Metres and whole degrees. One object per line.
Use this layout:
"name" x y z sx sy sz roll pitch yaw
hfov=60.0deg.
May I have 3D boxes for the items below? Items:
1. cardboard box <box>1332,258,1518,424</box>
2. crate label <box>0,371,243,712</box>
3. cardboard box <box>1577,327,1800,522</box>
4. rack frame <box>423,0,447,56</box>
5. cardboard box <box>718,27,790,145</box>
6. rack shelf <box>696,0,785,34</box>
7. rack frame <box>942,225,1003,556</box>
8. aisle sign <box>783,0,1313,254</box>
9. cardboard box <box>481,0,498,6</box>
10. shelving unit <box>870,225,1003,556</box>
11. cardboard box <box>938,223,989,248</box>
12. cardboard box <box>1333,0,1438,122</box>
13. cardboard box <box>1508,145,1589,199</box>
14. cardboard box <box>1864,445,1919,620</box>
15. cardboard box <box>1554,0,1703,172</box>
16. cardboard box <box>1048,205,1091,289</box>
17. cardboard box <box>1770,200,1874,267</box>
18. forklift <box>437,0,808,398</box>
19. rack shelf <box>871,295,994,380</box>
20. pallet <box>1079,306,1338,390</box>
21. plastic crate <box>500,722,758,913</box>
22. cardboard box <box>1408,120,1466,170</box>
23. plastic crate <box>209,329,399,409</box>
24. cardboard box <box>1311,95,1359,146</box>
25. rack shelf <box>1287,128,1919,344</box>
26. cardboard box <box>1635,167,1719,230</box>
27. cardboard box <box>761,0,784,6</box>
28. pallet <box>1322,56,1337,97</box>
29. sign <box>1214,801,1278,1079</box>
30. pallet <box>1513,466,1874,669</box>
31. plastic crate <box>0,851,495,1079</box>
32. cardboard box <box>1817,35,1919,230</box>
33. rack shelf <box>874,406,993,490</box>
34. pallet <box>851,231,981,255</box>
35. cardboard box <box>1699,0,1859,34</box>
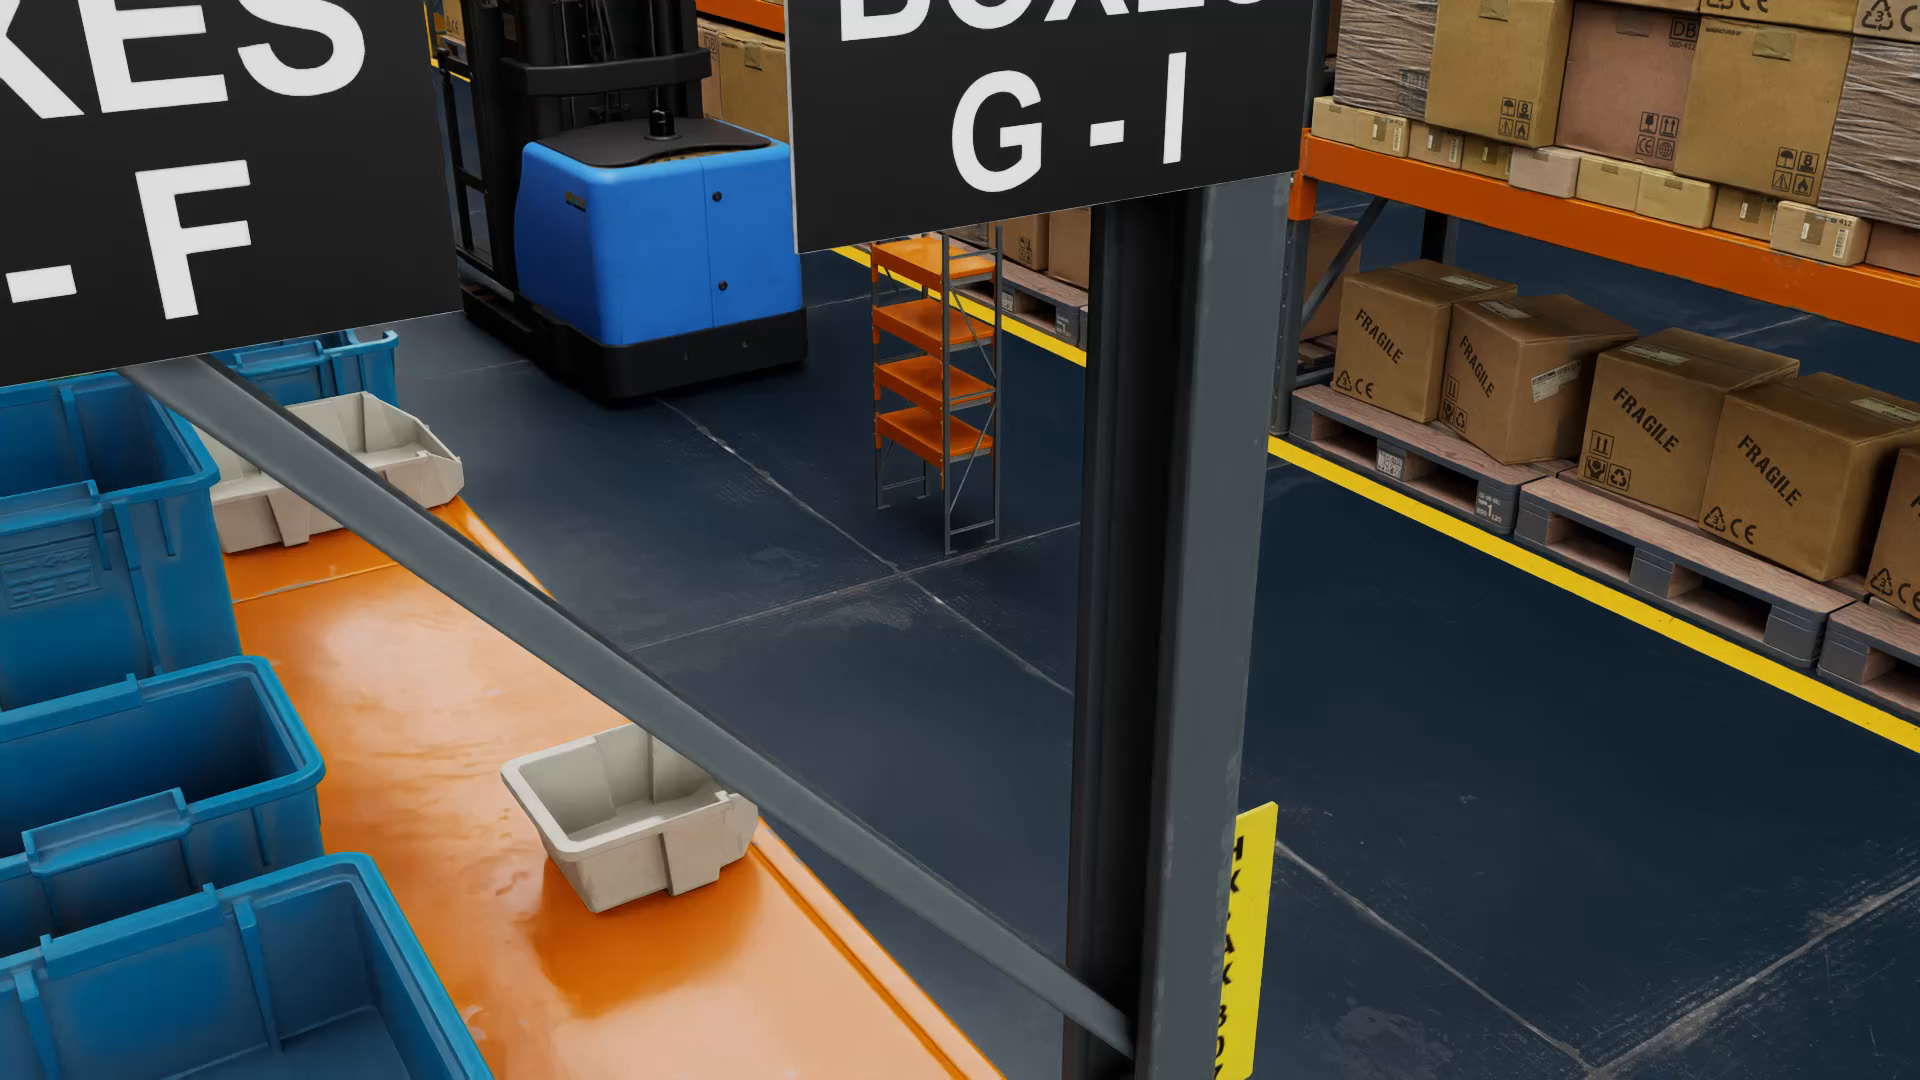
"cardboard box" 1.936 -0.842 6.956 0.500 0.500 0.500 -17 30 -31
"crate label" -1.446 0.039 2.613 0.502 0.435 0.616 -16 29 -30
"cardboard box" 2.660 -0.435 6.094 0.500 0.500 0.500 -19 31 -34
"rack frame" -4.800 -6.227 15.927 1.000 3.000 0.127 -16 29 -30
"cardboard box" -0.792 -2.846 10.763 1.225 0.875 0.875 -17 30 -32
"rack shelf" -1.524 -3.756 11.535 1.077 0.370 4.000 -16 29 -30
"rack frame" 0.043 -0.515 5.934 0.240 1.200 0.015 -16 29 -30
"aisle sign" 0.070 -0.568 0.894 0.394 0.787 0.004 -16 29 -30
"cardboard box" -3.886 -4.920 15.156 0.875 0.875 0.875 -16 29 -30
"shelving unit" -0.090 -0.602 6.119 0.258 1.200 0.503 -16 29 -30
"cardboard box" 0.264 -2.004 9.394 0.700 0.500 0.500 -18 31 -34
"cardboard box" 1.945 -1.939 6.379 0.875 0.500 0.500 -16 29 -30
"cardboard box" 2.148 -1.313 5.811 0.380 0.149 0.250 -16 29 -30
"cardboard box" 3.253 0.003 5.166 0.500 0.500 0.500 -8 26 -16
"cardboard box" 2.546 -1.597 5.653 0.875 0.500 0.500 -16 29 -30
"cardboard box" 0.884 -1.603 8.545 0.700 0.500 0.500 -18 31 -34
"cardboard box" 2.699 -0.956 5.057 0.380 0.149 0.250 -16 29 -30
"forklift" -1.983 -2.535 8.187 1.130 2.935 3.031 -17 30 -31
"rack shelf" -0.090 -0.743 6.053 0.258 0.148 0.480 -16 29 -30
"pallet" 1.325 -0.952 8.019 1.003 0.211 1.213 -16 29 -30
"plastic crate" -0.434 0.374 2.252 0.298 0.136 0.250 -16 29 -30
"cardboard box" 1.902 -1.499 6.206 0.380 0.149 0.250 -16 29 -30
"plastic crate" -1.567 -0.381 3.717 0.499 0.251 0.616 -16 29 -30
"cardboard box" 1.617 -1.674 6.577 0.380 0.149 0.250 -16 29 -30
"rack shelf" 2.843 -0.894 5.473 1.077 0.370 4.000 -16 29 -30
"cardboard box" 2.447 -1.141 5.447 0.380 0.149 0.250 -16 29 -30
"cardboard box" -0.909 -3.530 10.096 0.500 0.500 0.500 -15 29 -28
"pallet" 1.456 -2.155 7.527 1.003 0.211 1.213 -16 29 -30
"sign" 0.248 0.398 1.569 0.100 0.325 0.005 -16 29 -30
"pallet" 2.818 -0.005 6.014 1.003 0.211 1.213 -16 29 -30
"plastic crate" -0.739 0.608 1.623 0.499 0.251 0.616 -16 29 -30
"cardboard box" 3.047 -1.227 4.870 0.875 0.500 0.500 -16 29 -30
"rack shelf" -0.090 -0.361 6.233 0.258 0.148 0.480 -16 29 -30
"pallet" -0.007 -1.825 9.868 1.003 0.211 1.213 -16 29 -30
"cardboard box" 2.613 -1.813 4.940 0.500 0.500 0.500 -16 29 -30
